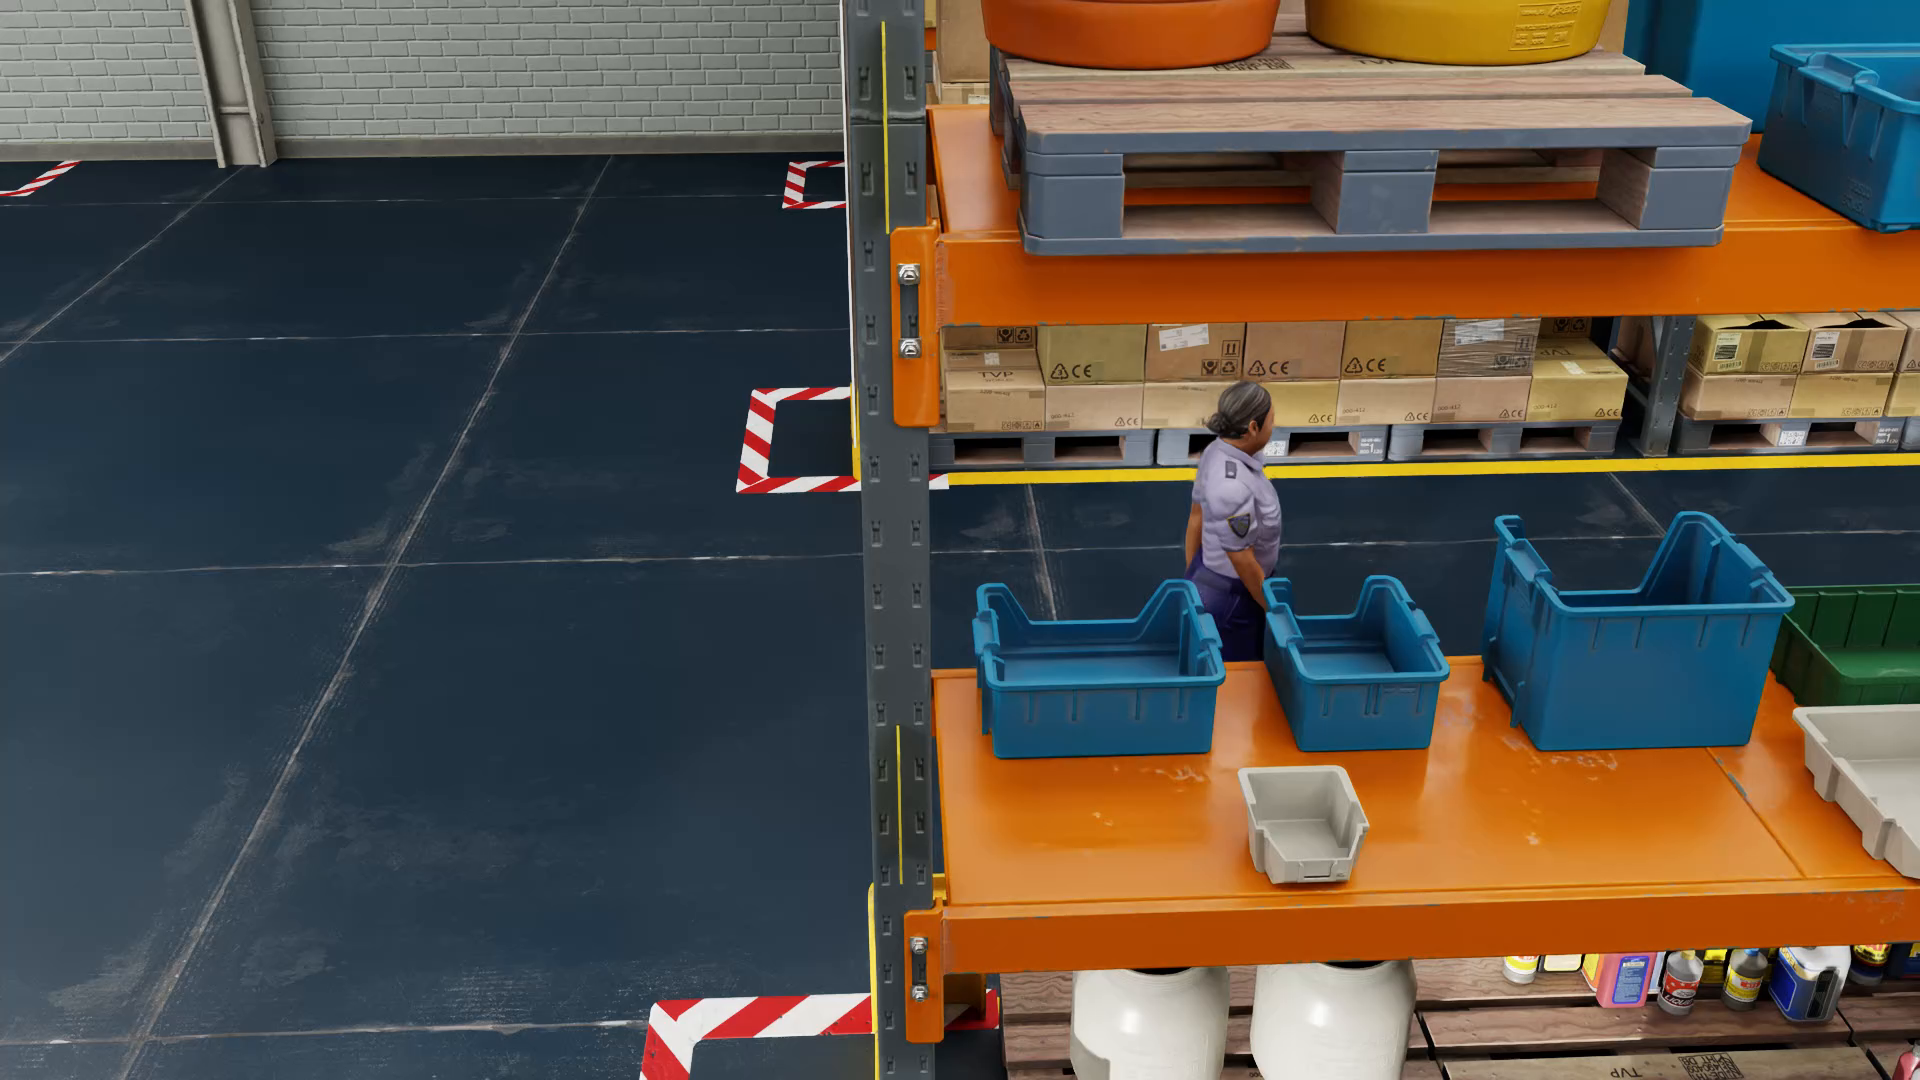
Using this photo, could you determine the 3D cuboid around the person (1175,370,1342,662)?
[{"bbox_3d":[1.031,0.228,5.783,0.531,1.723,0.538,-2,28,-3],"label":"person"}]
